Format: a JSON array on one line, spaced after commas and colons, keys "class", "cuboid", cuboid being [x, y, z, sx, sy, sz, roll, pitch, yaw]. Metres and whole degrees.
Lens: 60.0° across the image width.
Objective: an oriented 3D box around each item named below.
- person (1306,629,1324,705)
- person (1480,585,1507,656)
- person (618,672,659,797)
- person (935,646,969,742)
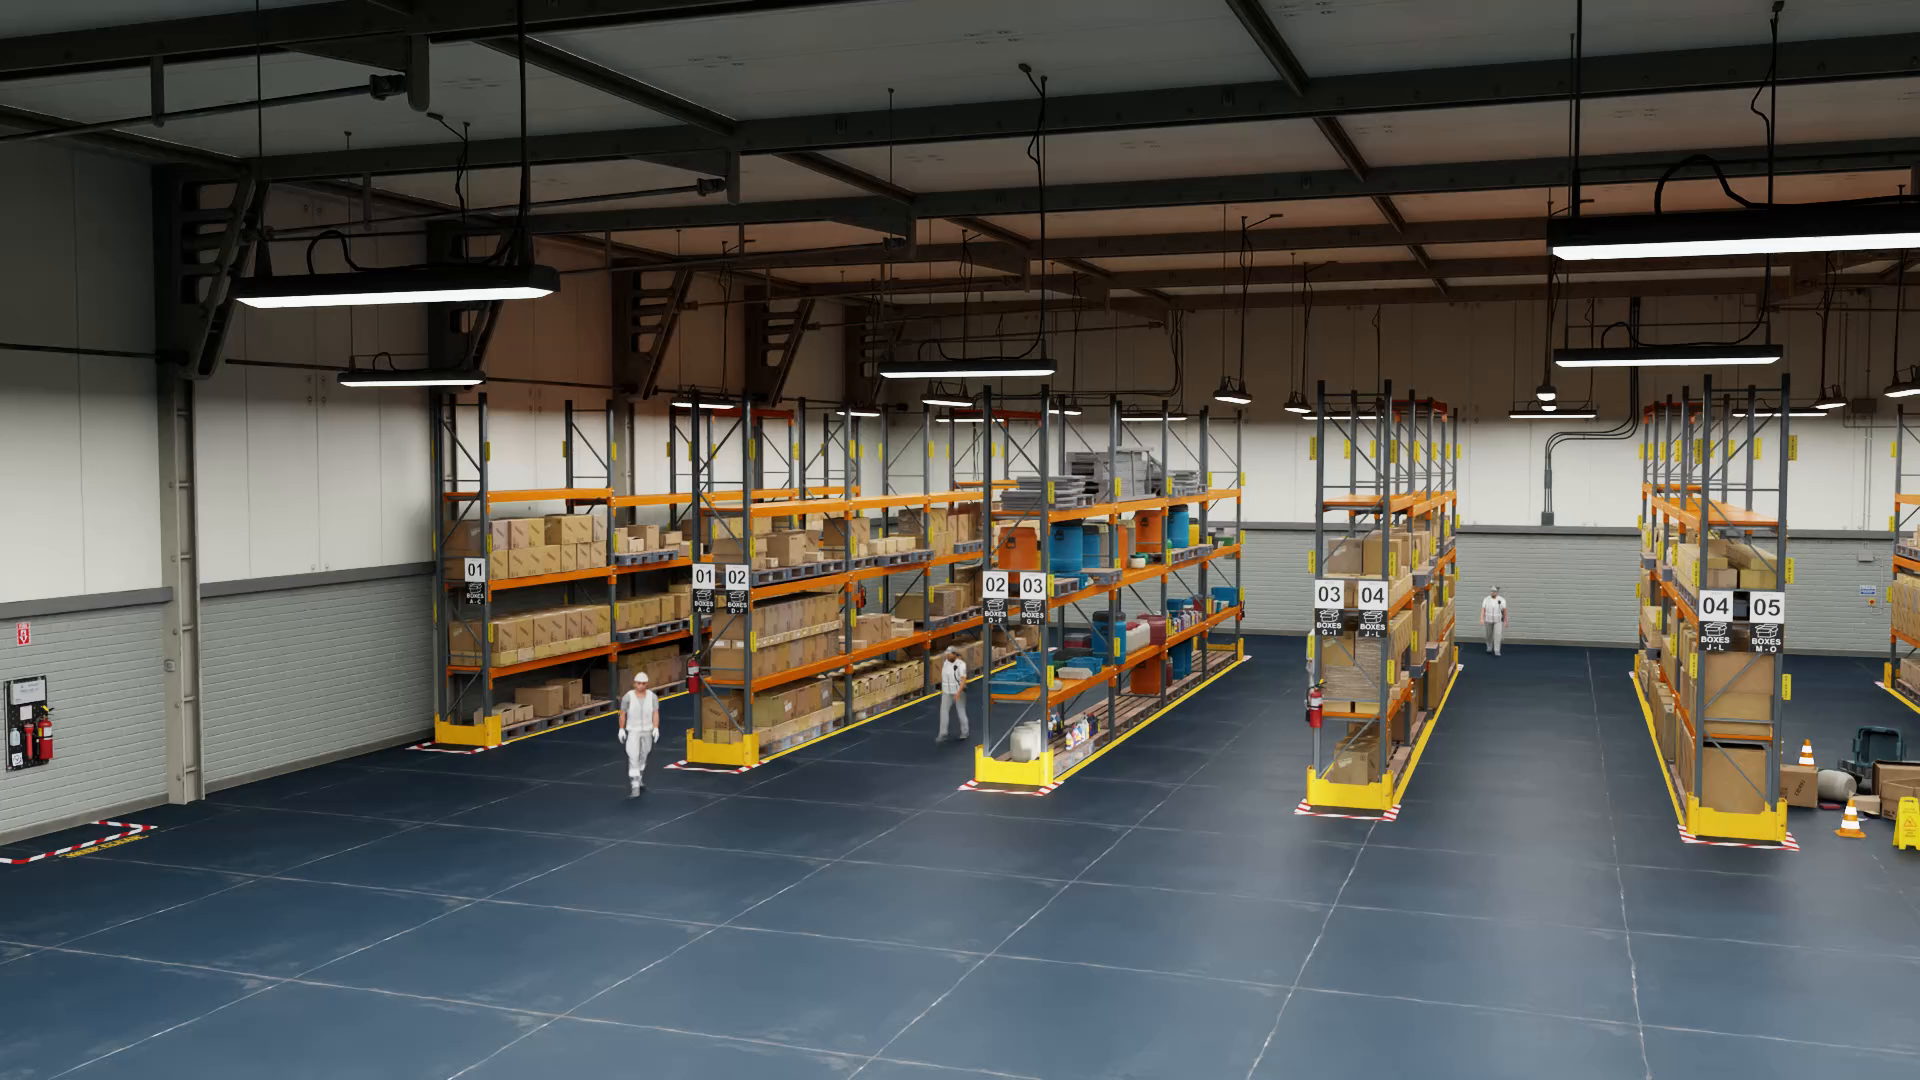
[{"class": "person", "cuboid": [7.083, 2.382, 32.608, 0.581, 1.793, 0.579, 1, 3, 12]}, {"class": "person", "cuboid": [13.101, 1.963, 40.799, 0.644, 1.708, 1.099, 1, 3, 17]}, {"class": "person", "cuboid": [-4.679, 2.806, 24.348, 0.562, 1.742, 0.940, -2, 3, -28]}, {"class": "person", "cuboid": [-0.133, 2.643, 28.649, 0.501, 1.627, 0.900, 2, 3, 27]}]
